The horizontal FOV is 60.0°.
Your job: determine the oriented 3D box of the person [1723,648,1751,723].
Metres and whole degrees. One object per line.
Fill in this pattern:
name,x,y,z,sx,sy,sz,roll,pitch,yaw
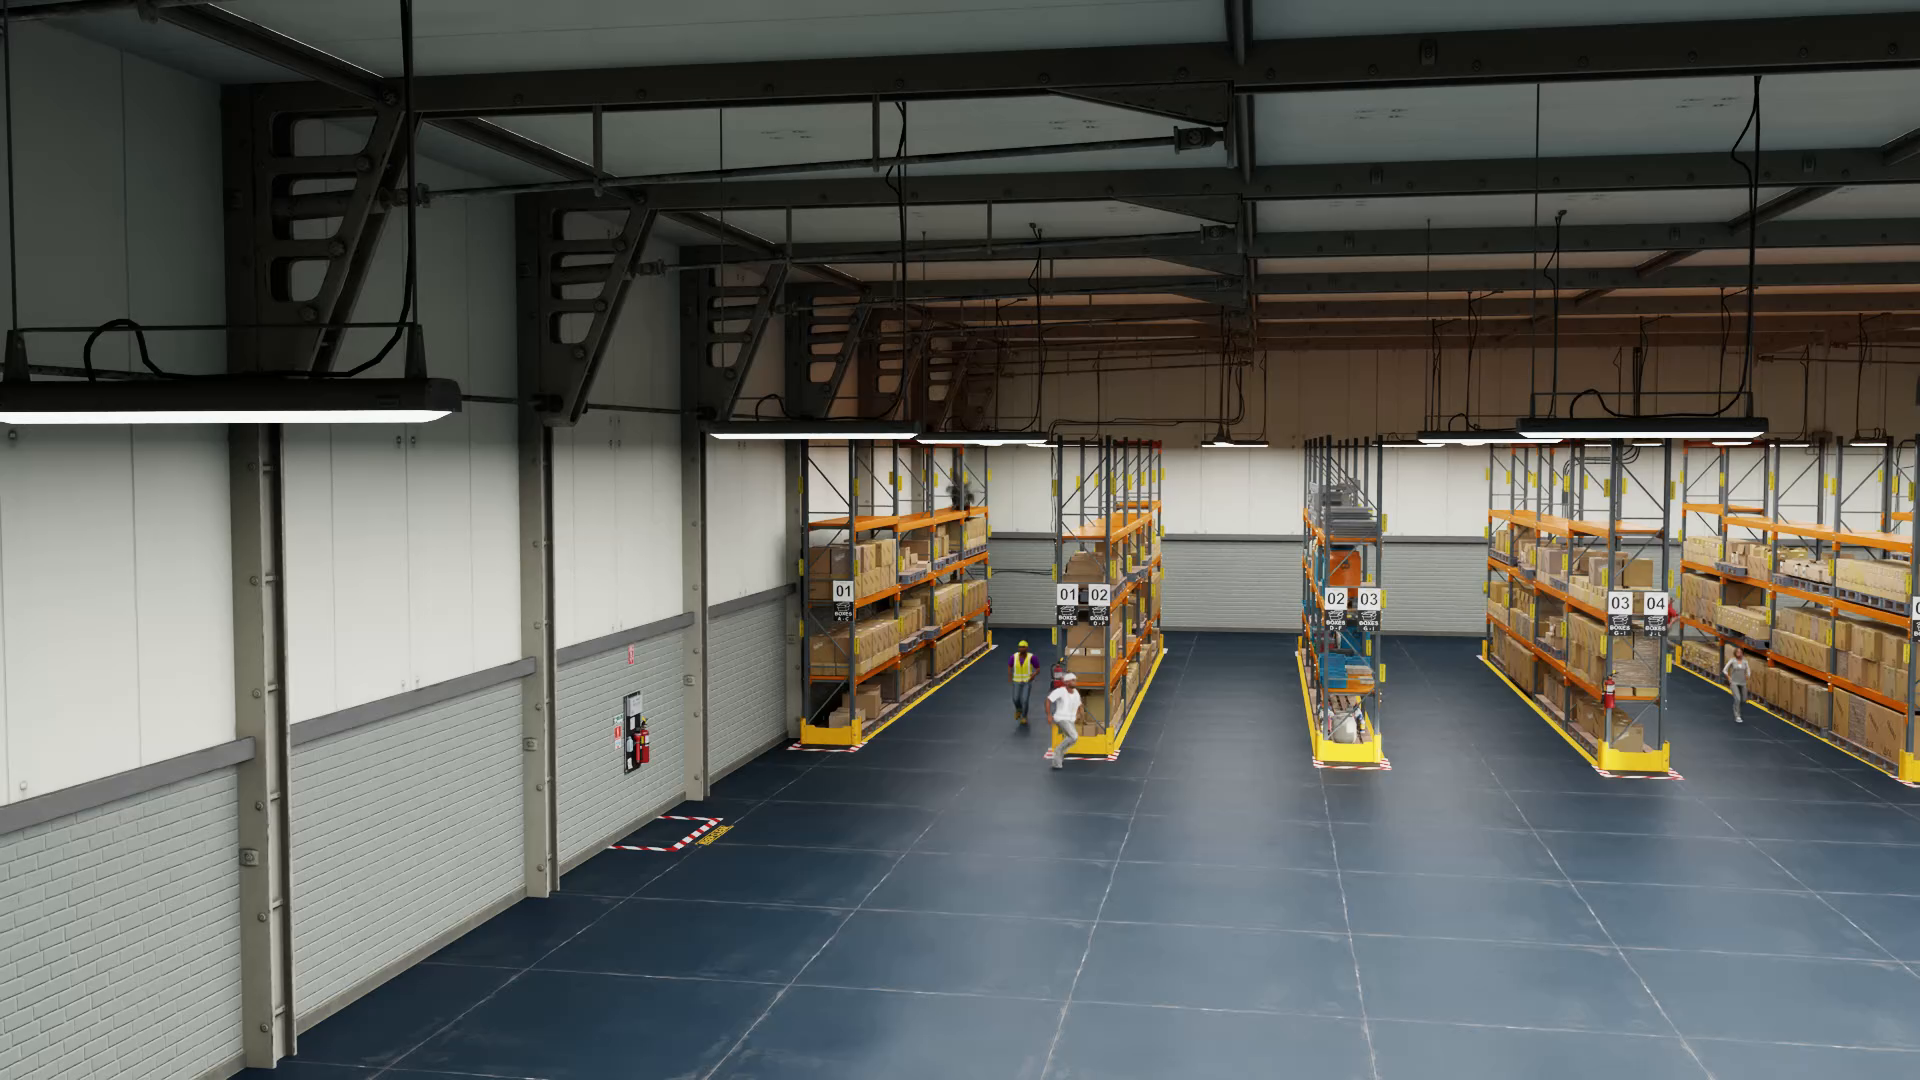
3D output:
person,16.404,3.044,35.108,0.542,1.553,0.680,0,3,9

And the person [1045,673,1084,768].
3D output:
person,1.959,3.257,29.989,0.747,1.700,0.579,-3,4,-44

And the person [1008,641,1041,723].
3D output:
person,1.328,2.972,34.854,0.710,1.728,0.573,1,3,10

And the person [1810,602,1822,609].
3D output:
person,23.320,2.477,45.228,0.729,1.644,0.607,0,3,6

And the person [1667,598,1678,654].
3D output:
person,19.424,2.415,45.853,0.817,1.666,0.732,1,3,15
